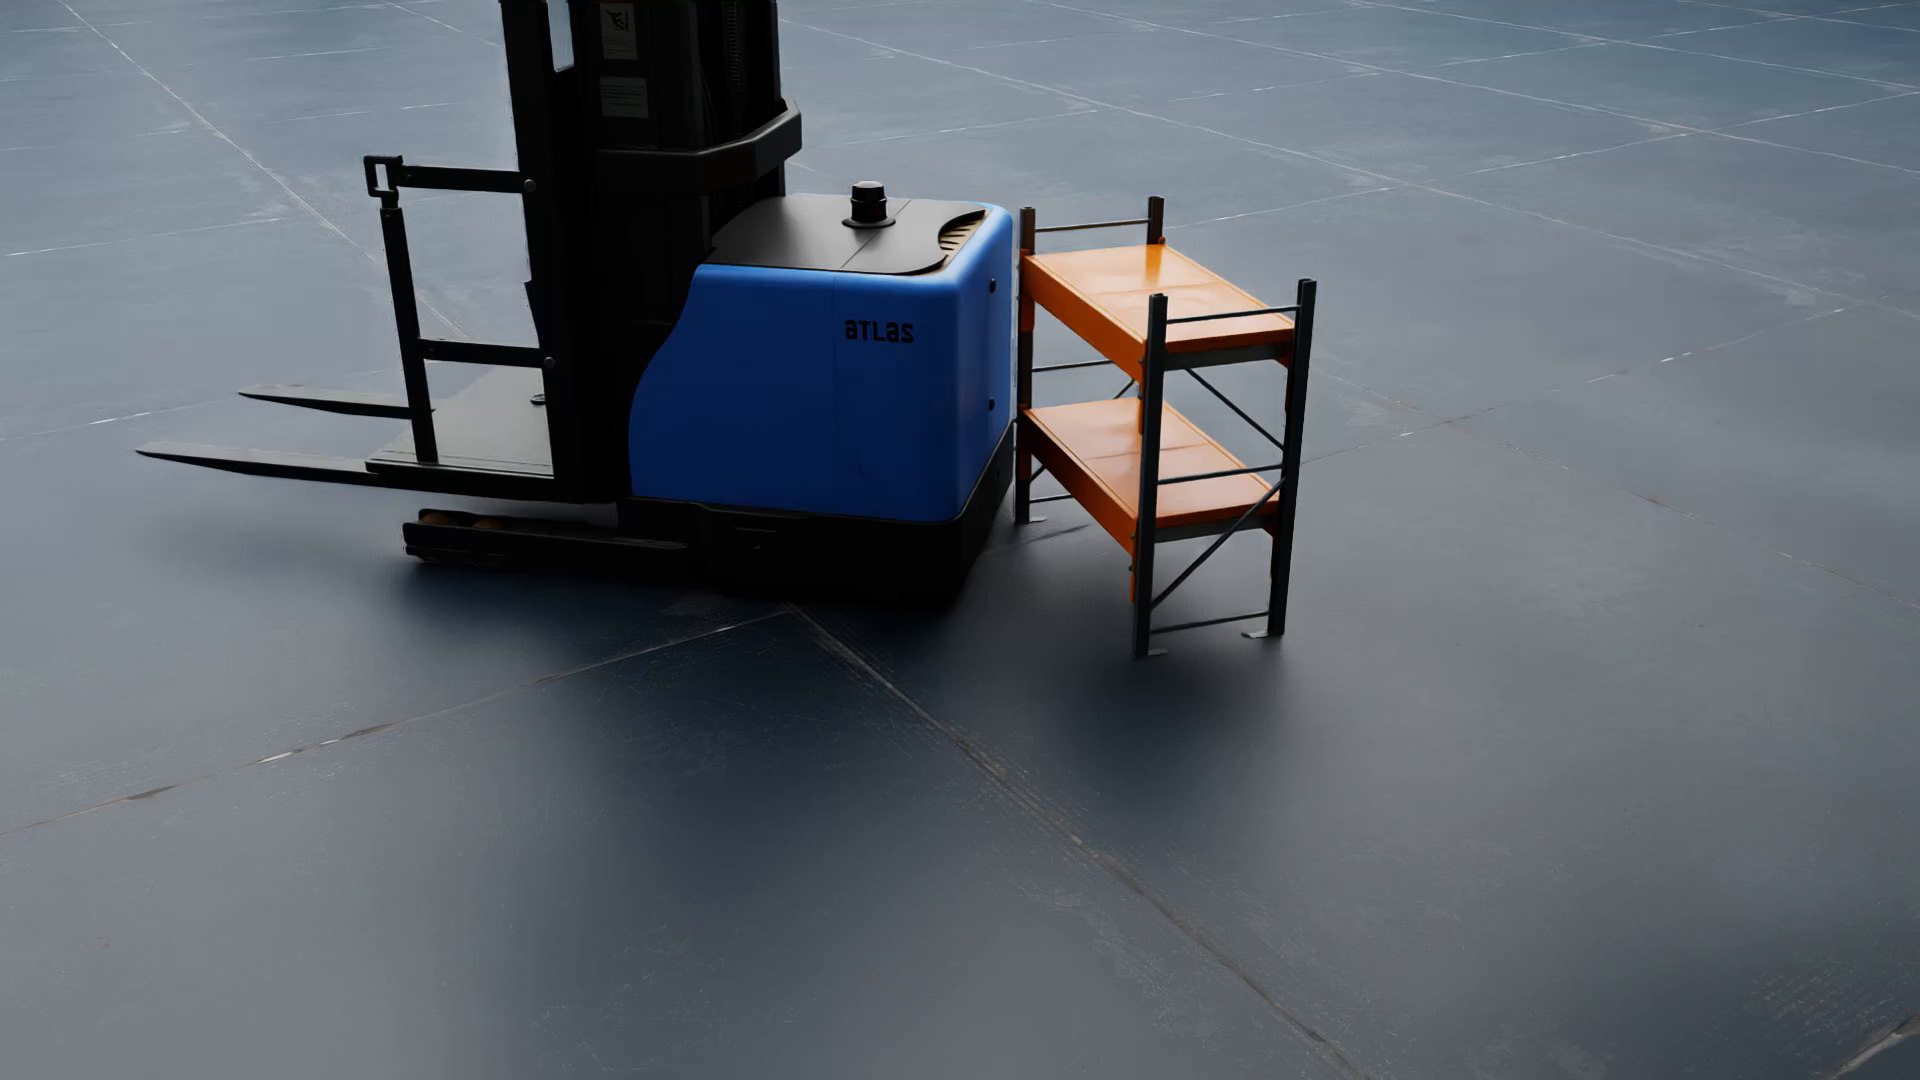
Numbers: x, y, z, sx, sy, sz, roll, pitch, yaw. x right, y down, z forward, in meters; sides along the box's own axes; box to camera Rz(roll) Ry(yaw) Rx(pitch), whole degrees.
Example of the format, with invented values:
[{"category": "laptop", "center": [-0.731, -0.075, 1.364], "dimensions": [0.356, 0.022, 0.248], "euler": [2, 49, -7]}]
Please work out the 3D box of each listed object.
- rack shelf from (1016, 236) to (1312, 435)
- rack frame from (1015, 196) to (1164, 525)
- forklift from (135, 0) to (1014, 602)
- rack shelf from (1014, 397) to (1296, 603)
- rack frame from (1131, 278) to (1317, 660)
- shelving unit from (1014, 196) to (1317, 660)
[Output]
[{"category": "rack shelf", "center": [0.597, -0.660, 5.144], "dimensions": [0.538, 0.278, 1.000], "euler": [-8, 26, -17]}, {"category": "rack frame", "center": [0.436, -0.601, 5.705], "dimensions": [0.500, 1.125, 0.032], "euler": [-8, 26, -17]}, {"category": "forklift", "center": [-1.380, -1.440, 5.368], "dimensions": [3.031, 2.935, 1.130], "euler": [5, 26, 11]}, {"category": "rack shelf", "center": [0.597, -0.174, 5.373], "dimensions": [0.538, 0.278, 1.000], "euler": [-8, 26, -17]}, {"category": "rack frame", "center": [0.757, -0.189, 4.833], "dimensions": [0.500, 1.125, 0.032], "euler": [-8, 26, -17]}, {"category": "shelving unit", "center": [0.597, -0.395, 5.269], "dimensions": [0.538, 1.125, 1.048], "euler": [-8, 26, -17]}]
